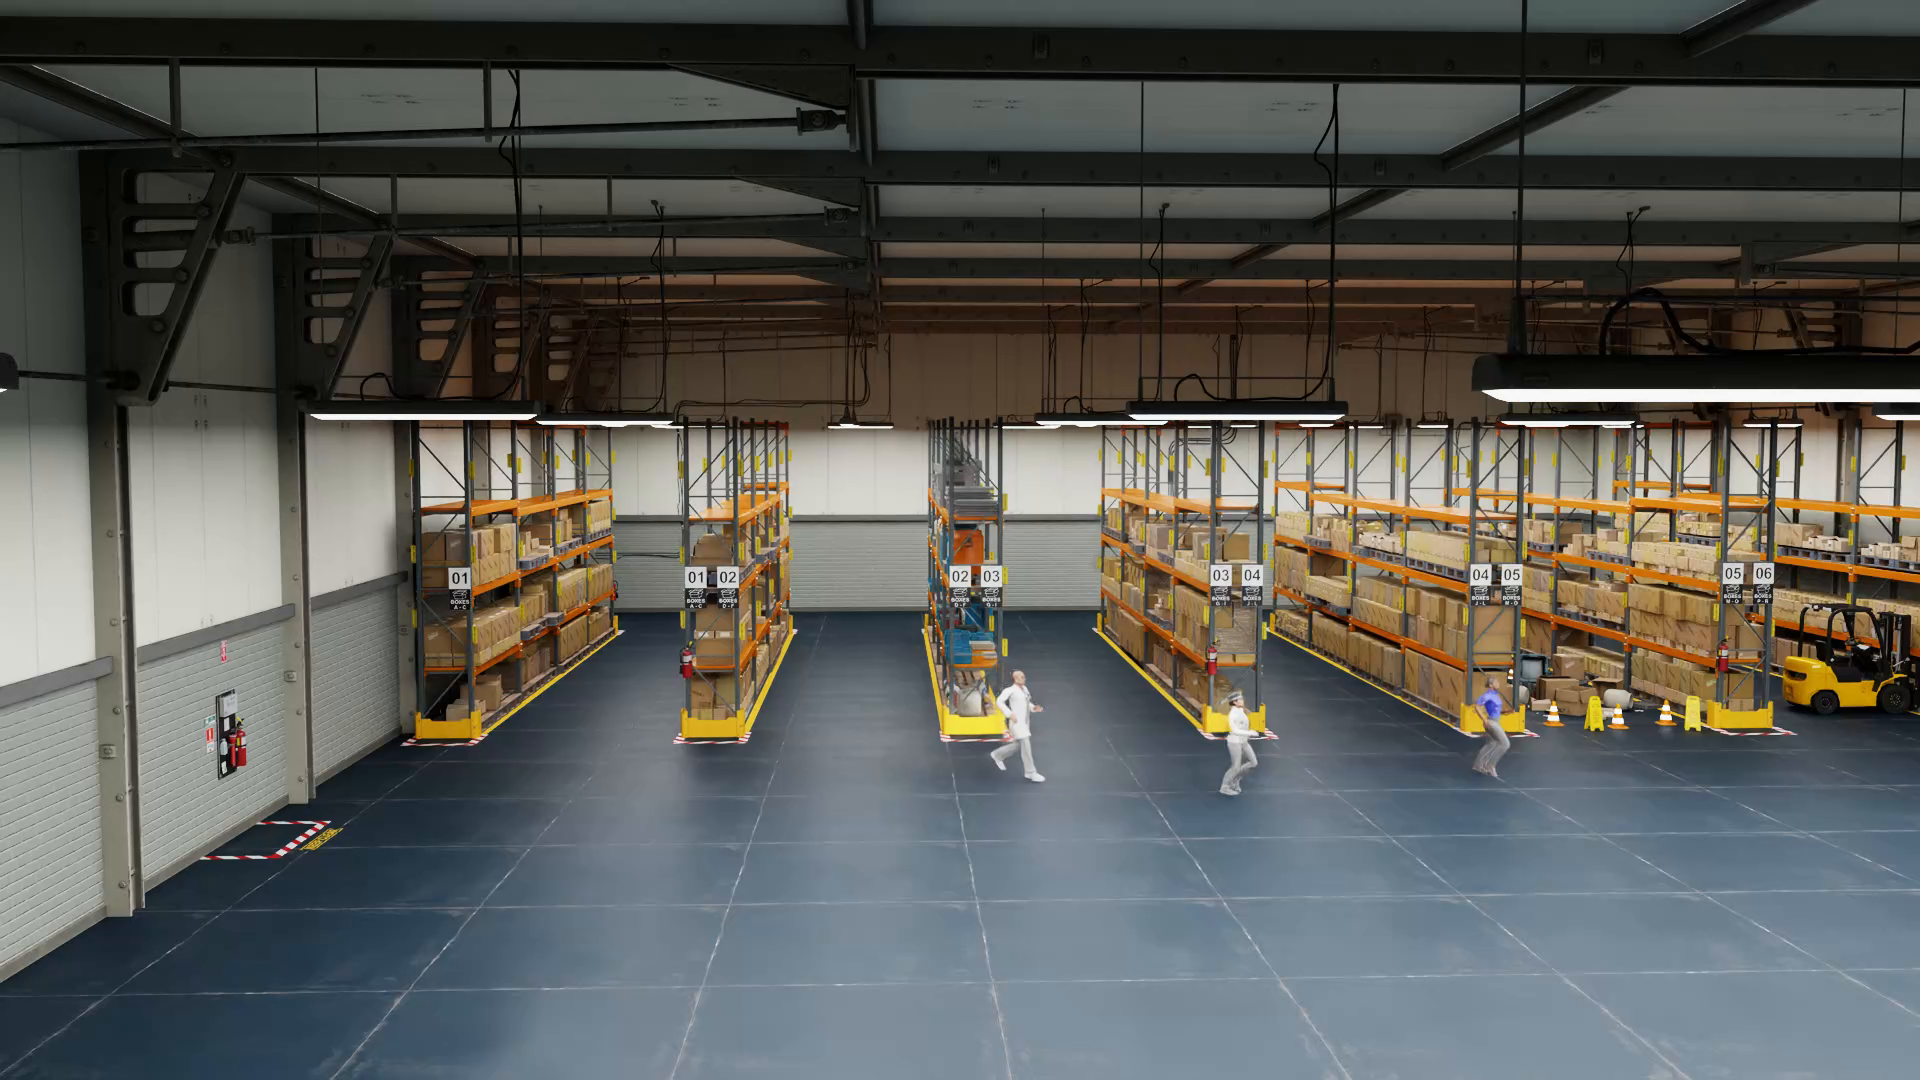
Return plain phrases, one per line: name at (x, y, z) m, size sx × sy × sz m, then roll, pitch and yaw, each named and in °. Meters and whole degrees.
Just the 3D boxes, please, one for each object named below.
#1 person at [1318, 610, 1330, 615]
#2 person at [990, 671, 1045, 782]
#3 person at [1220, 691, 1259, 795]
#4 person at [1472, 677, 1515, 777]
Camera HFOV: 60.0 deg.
person at (10.730, 1.728, 48.965) m, size 0.561 × 1.599 × 0.600 m, roll -1°, pitch 4°, yaw -8°
person at (0.940, 3.090, 27.415) m, size 1.034 × 1.699 × 0.697 m, roll 2°, pitch 4°, yaw 27°
person at (4.389, 3.177, 26.045) m, size 0.619 × 1.660 × 0.590 m, roll 2°, pitch 4°, yaw 28°
person at (8.860, 3.099, 27.602) m, size 0.685 × 1.662 × 0.544 m, roll 2°, pitch 4°, yaw 28°
